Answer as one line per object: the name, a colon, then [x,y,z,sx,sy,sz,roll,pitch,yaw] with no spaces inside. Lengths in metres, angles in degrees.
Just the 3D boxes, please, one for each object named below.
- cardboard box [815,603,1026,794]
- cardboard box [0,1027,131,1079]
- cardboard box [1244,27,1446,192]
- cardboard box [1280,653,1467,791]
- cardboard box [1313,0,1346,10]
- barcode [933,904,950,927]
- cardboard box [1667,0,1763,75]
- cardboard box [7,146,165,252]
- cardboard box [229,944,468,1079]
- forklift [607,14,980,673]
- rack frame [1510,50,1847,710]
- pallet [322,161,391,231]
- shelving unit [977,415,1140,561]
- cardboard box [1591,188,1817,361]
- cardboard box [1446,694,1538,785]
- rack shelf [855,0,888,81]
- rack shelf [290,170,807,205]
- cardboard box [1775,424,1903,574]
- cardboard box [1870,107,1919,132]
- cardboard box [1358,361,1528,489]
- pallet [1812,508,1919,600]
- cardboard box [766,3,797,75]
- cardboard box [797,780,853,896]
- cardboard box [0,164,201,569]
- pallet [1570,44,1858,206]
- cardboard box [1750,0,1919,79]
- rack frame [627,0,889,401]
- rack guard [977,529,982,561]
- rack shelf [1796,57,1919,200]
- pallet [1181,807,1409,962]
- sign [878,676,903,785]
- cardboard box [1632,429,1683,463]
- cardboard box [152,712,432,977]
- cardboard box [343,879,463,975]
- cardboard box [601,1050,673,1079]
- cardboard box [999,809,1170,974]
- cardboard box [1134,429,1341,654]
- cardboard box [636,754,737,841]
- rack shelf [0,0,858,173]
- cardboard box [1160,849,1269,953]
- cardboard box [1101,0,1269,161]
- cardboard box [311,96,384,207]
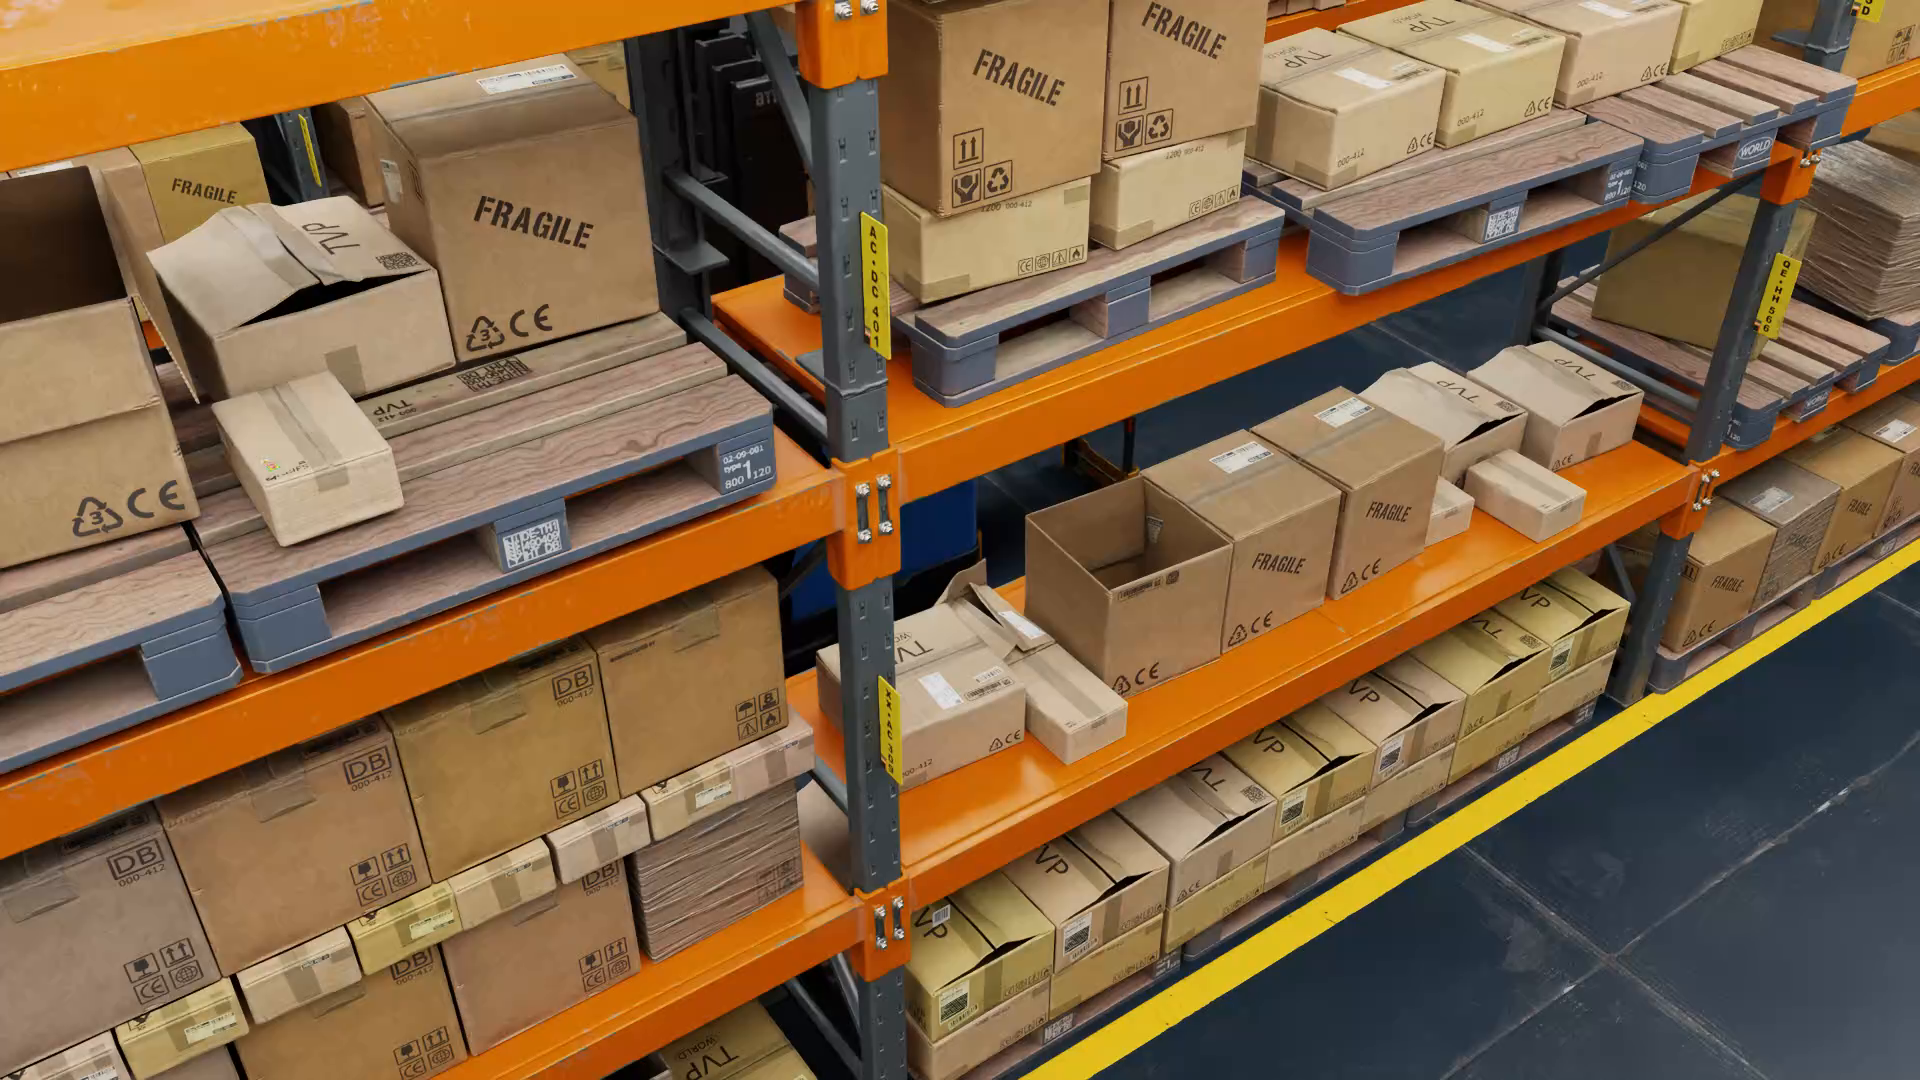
cardboard box: [-0.130,0.508,5.416,0.500,0.250,0.500,-20,40,-25]
cardboard box: [-2.076,1.129,3.783,0.250,0.149,0.380,-22,41,-27]
cardboard box: [1.090,-1.308,5.012,0.500,0.250,0.500,-26,43,-32]
cardboard box: [1.640,0.646,6.611,0.500,0.311,0.500,-23,41,-28]
cardboard box: [2.449,-3.799,11.474,0.250,0.149,0.380,-22,41,-28]
barcode: [-0.059,1.193,5.278,0.075,0.075,0.001,-22,41,-28]
cardboard box: [2.424,-1.860,5.780,0.500,0.250,0.500,-26,43,-31]
cardboard box: [-3.977,-1.504,7.554,0.500,0.500,0.500,-23,41,-28]
cardboard box: [-1.706,1.093,4.390,0.500,0.500,0.700,-22,41,-27]
forklift: [-1.413,-0.673,6.988,3.031,2.935,1.130,-21,41,-27]
rack frame: [2.762,-0.712,6.984,0.127,3.000,1.000,-22,41,-28]
pallet: [-2.656,-1.839,8.716,1.213,0.211,1.003,-22,41,-28]
shelving unit: [0.331,-0.735,8.301,1.083,1.500,0.587,-21,41,-27]
cardboard box: [3.212,-1.189,7.202,0.700,0.500,0.500,23,41,28]
cardboard box: [2.053,0.702,7.013,0.500,0.250,0.500,-23,42,-28]
rack shelf: [1.127,-2.020,4.624,4.000,0.370,1.077,-22,41,-28]
rack shelf: [-1.730,-2.110,9.544,4.000,0.370,1.077,-22,41,-28]
cardboard box: [4.136,-0.237,8.089,0.500,0.500,0.500,-23,42,-28]
cardboard box: [4.990,-1.954,8.266,0.500,0.500,0.700,-16,39,-21]
cardboard box: [1.919,-0.467,6.720,0.500,0.311,0.500,-23,42,-28]
pallet: [4.390,-0.221,8.690,1.213,0.211,1.003,-22,41,-28]
cardboard box: [-0.914,-2.930,9.606,0.500,0.500,0.700,-27,43,-32]
cardboard box: [-0.342,1.079,6.010,0.500,0.311,0.500,-22,41,-28]
cardboard box: [-1.926,-0.360,3.357,0.637,0.503,0.797,-18,39,-23]
pallet: [2.259,-1.582,5.787,1.003,0.211,1.213,-20,40,-26]
cardboard box: [3.099,-2.133,6.306,0.500,0.500,0.910,-22,41,-28]
rack frame: [-0.508,-1.802,3.362,0.127,3.000,1.000,-22,41,-28]
rack guard: [-0.083,-0.066,8.441,0.087,0.250,0.587,-21,41,-27]
rack shelf: [4.397,-2.310,7.254,4.000,0.370,1.077,-22,41,-28]
pallet: [1.070,1.086,6.872,1.213,0.211,1.003,-22,41,-28]
sign: [-0.187,0.514,4.470,0.005,0.325,0.100,-22,41,-28]
cardboard box: [3.435,-0.628,7.989,0.500,0.250,0.500,-21,41,-26]
cardboard box: [-1.689,0.557,4.023,0.500,0.500,0.700,-22,41,-28]
cardboard box: [-1.439,0.865,4.151,0.250,0.149,0.380,-23,41,-28]
cardboard box: [-1.176,1.698,4.987,0.500,0.500,0.500,-22,41,-28]
cardboard box: [0.386,1.166,5.889,0.500,0.311,0.500,-23,42,-28]
cardboard box: [0.970,-0.003,5.913,0.500,0.500,0.500,-22,41,-28]
cardboard box: [-0.810,0.606,4.511,0.250,0.149,0.380,-23,42,-29]
rack shelf: [-2.142,-0.675,2.753,4.000,0.370,1.077,-22,41,-28]
cardboard box: [0.805,1.215,6.300,0.500,0.250,0.500,-24,42,-29]
cardboard box: [0.471,-1.389,4.484,0.500,0.500,0.500,-18,40,-24]
cardboard box: [-2.929,-2.104,8.457,0.500,0.500,0.700,-22,41,-28]
